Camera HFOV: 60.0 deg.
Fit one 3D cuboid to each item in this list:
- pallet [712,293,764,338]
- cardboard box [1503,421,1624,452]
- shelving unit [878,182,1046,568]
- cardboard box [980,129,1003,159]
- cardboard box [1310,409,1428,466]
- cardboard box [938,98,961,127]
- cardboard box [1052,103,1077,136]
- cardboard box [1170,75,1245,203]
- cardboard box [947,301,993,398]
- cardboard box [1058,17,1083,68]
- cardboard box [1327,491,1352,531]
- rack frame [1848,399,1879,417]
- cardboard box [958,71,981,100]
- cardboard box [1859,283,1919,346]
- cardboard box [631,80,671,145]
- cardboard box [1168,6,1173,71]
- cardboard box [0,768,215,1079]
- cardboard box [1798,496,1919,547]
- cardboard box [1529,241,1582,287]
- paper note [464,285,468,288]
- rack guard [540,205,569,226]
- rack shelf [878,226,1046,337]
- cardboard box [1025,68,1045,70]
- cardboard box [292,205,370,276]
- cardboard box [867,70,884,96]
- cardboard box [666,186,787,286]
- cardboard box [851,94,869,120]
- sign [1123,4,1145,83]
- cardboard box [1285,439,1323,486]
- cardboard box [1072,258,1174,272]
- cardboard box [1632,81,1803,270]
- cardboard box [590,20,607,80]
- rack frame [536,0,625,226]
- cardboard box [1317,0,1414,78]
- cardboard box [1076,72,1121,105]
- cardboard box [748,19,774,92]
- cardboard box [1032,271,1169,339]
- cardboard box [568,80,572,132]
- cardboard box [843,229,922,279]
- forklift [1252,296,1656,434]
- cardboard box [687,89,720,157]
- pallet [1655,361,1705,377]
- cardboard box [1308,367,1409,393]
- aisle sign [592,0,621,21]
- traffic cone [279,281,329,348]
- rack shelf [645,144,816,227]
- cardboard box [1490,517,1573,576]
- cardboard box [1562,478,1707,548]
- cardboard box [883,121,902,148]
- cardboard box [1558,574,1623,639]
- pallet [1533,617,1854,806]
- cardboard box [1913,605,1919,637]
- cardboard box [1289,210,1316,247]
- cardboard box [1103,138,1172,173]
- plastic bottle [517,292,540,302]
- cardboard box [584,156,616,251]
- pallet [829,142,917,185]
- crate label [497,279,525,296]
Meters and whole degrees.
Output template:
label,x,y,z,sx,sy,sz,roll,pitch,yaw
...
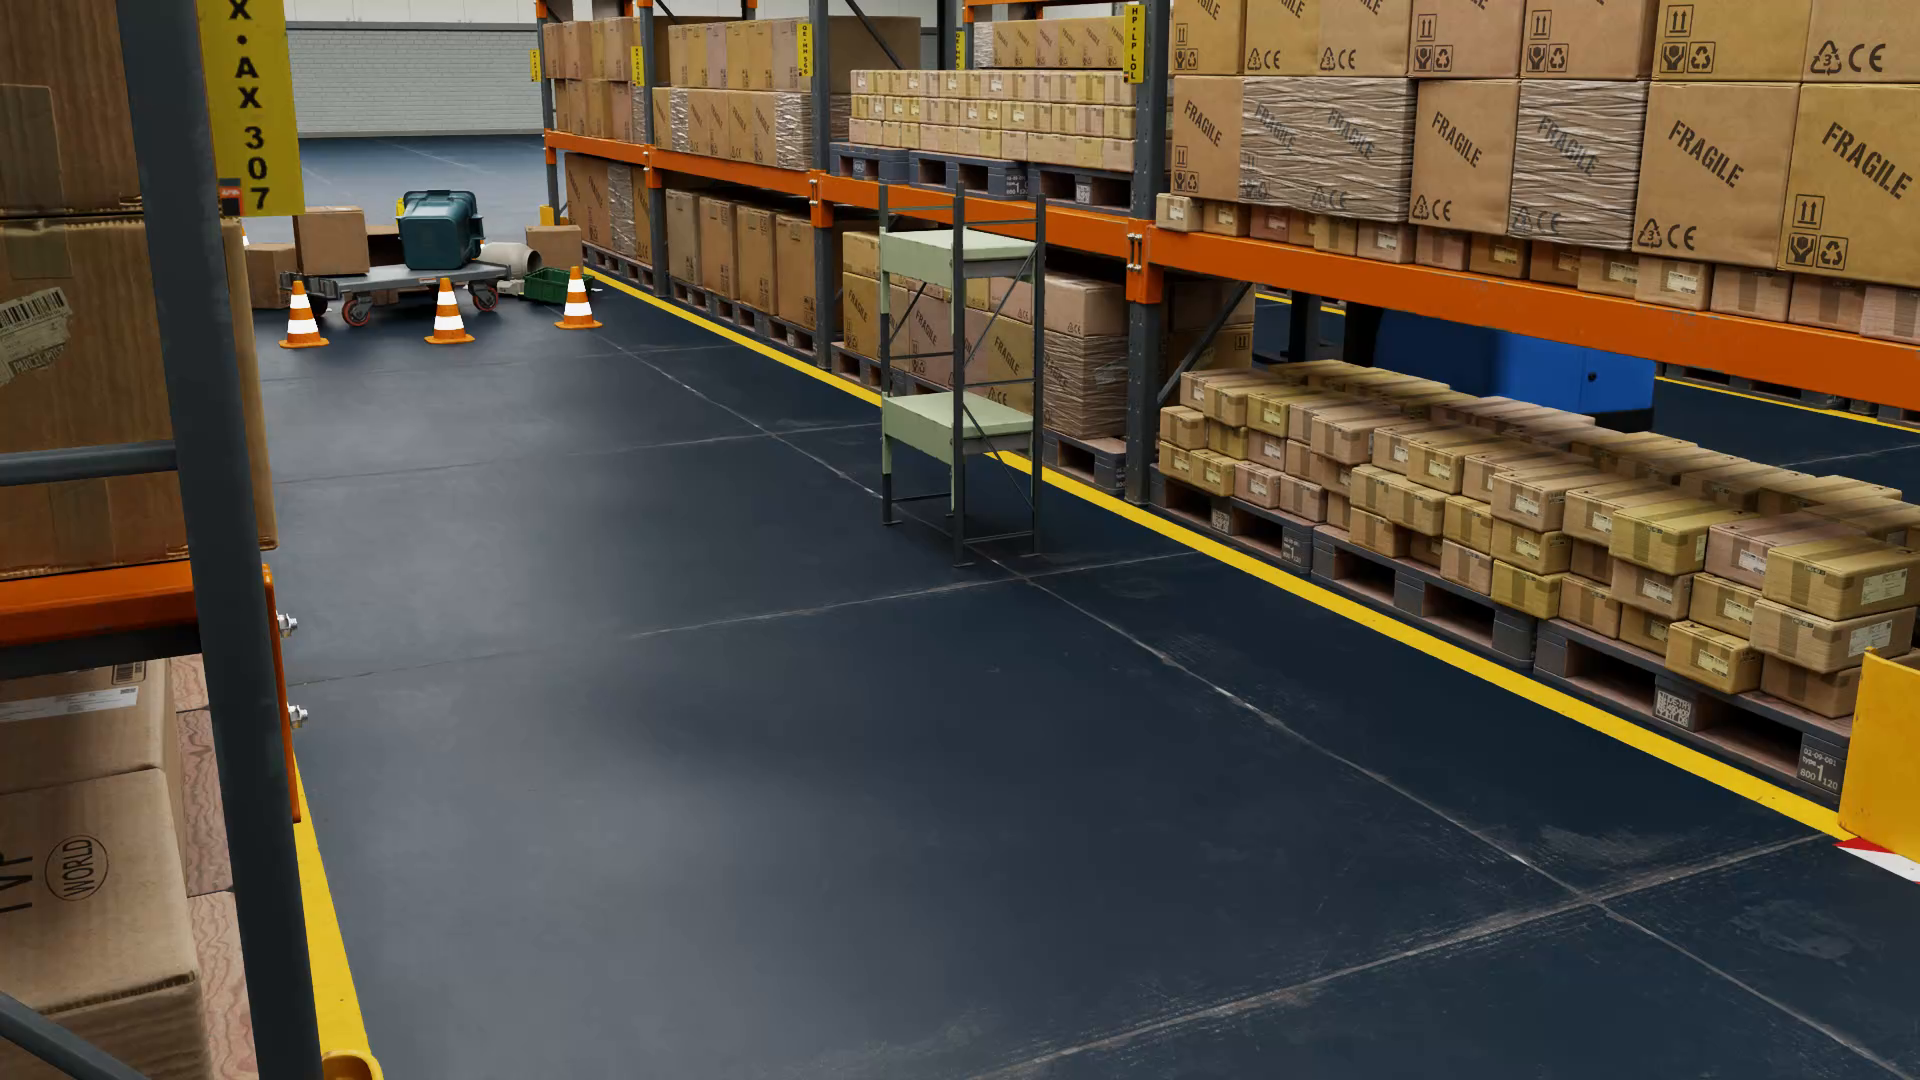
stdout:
label,x,y,z,sx,sy,sz,roll,pitch,yaw
pallet,-1.306,-1.828,13.236,1.003,0.211,1.213,-8,18,-25
cardboard box,2.292,-0.341,6.328,0.380,0.149,0.250,-8,18,-25
shelving unit,-0.003,-0.723,7.050,0.431,1.500,0.755,-8,18,-25
cardboard box,0.329,-2.148,8.991,0.380,0.149,0.250,-7,17,-22
cardboard box,1.615,-0.409,6.567,0.380,0.149,0.250,-7,18,-24
cardboard box,0.099,-2.422,9.407,0.380,0.149,0.250,-8,18,-25
cardboard box,0.680,-2.095,8.269,0.380,0.149,0.250,-7,17,-22
cardboard box,1.245,-1.707,7.041,0.500,0.500,0.500,-8,18,-26
cardboard box,0.259,-1.078,9.339,0.500,0.500,0.500,-8,18,-26
cardboard box,1.370,-5.225,17.488,0.500,0.500,0.500,-8,18,-25
cardboard box,1.703,-0.131,6.676,0.380,0.149,0.250,-9,18,-27
rack frame,5.757,-2.244,9.631,1.000,3.000,0.127,-8,18,-25
cardboard box,0.214,-2.502,9.148,0.380,0.149,0.250,-8,18,-26
cardboard box,2.610,-0.603,4.371,0.380,0.149,0.250,-8,18,-25
cardboard box,-2.423,-3.815,14.835,0.875,0.550,0.550,-8,18,-25
cardboard box,2.475,-4.504,15.657,1.000,1.000,1.000,-8,18,-25
cardboard box,-1.778,0.824,2.826,0.875,0.438,0.875,-8,18,-27
cardboard box,2.854,-0.020,5.210,0.380,0.149,0.250,-7,18,-24
cardboard box,2.125,-0.934,5.521,0.380,0.149,0.250,-8,18,-27
paper note,-4.490,-2.338,15.356,0.172,0.023,0.155,-2,16,-6
rack guard,-4.013,-3.449,18.364,1.175,0.500,0.348,-8,18,-25
rack shelf,-0.003,-1.098,6.942,0.431,0.370,0.720,-8,18,-25
cardboard box,1.224,-5.032,18.626,0.875,0.500,0.500,-8,18,-25
cardboard box,-5.069,-2.415,13.386,0.500,0.500,0.500,-8,18,-25
cardboard box,-0.349,-2.824,10.269,0.380,0.149,0.250,-8,18,-26
cardboard box,-1.897,-2.630,14.296,1.050,0.750,0.750,-8,18,-25
cardboard box,-0.467,-2.741,10.520,0.380,0.149,0.250,-7,17,-22
sign,0.757,-2.158,7.233,0.100,0.325,0.005,-8,18,-25
cardboard box,1.572,-0.340,6.865,0.380,0.149,0.250,-9,18,-28
cardboard box,0.933,-1.377,9.022,0.500,0.250,0.500,-7,17,-23
cardboard box,2.358,-1.077,4.846,0.500,0.500,0.500,-8,18,-26
cardboard box,-3.079,-4.743,16.111,0.875,0.550,0.500,-8,18,-25
rack frame,-4.003,-4.645,17.998,1.000,3.000,0.127,-8,18,-25
cardboard box,1.667,-1.944,6.055,0.500,0.500,0.500,-7,18,-24
cardboard box,0.785,-2.179,8.021,0.380,0.149,0.250,-8,18,-27
cardboard box,-1.135,-3.555,12.205,0.700,0.500,0.500,-8,18,-26
cardboard box,0.701,-1.184,8.350,0.500,0.250,0.500,-8,18,-26
cardboard box,-3.539,-4.497,17.210,0.875,0.550,0.550,-8,18,-25
cardboard box,-0.413,-1.822,10.572,0.500,0.250,0.500,-9,18,-27
forklift,2.570,-2.126,9.346,1.130,2.935,3.031,-6,17,-19
cardboard box,-1.823,-3.289,13.092,0.500,0.500,0.500,-8,18,-25
pallet,4.813,-1.388,11.706,1.003,0.211,1.213,-8,18,-25
cardboard box,1.792,-0.672,7.481,0.380,0.149,0.250,-7,18,-24
aisle sign,-3.764,-5.948,17.828,0.394,0.787,0.004,-8,18,-25
traffic cone,-4.854,-1.672,12.239,0.336,0.463,0.334,-8,18,-25
rack shelf,-1.374,-2.811,12.913,1.077,0.370,4.000,-8,18,-25
cardboard box,2.051,-0.004,5.694,0.380,0.149,0.250,-7,18,-24
cardboard box,2.205,-0.086,5.440,0.380,0.149,0.250,-8,18,-27
cardboard box,-0.247,-2.474,10.126,0.380,0.149,0.250,-7,17,-22
cardboard box,2.227,0.199,5.528,0.380,0.149,0.250,-7,18,-24
pallet,2.649,0.438,5.341,1.003,0.211,1.213,-8,18,-25
cardboard box,3.008,0.187,5.029,0.380,0.149,0.250,-7,17,-23
cardboard box,1.542,-1.256,6.645,0.380,0.149,0.250,-9,18,-27
cardboard box,0.903,-1.825,7.866,0.380,0.149,0.250,-8,18,-26
plastic bottle,-3.728,-2.127,14.551,0.283,0.061,0.133,11,19,33
cardboard box,-3.259,-3.447,16.916,0.875,0.875,0.875,-8,18,-26
pallet,-0.090,-2.405,10.542,1.213,0.211,1.003,-8,18,-25
crate label,-3.983,-2.249,14.840,0.250,0.136,0.298,7,17,23
